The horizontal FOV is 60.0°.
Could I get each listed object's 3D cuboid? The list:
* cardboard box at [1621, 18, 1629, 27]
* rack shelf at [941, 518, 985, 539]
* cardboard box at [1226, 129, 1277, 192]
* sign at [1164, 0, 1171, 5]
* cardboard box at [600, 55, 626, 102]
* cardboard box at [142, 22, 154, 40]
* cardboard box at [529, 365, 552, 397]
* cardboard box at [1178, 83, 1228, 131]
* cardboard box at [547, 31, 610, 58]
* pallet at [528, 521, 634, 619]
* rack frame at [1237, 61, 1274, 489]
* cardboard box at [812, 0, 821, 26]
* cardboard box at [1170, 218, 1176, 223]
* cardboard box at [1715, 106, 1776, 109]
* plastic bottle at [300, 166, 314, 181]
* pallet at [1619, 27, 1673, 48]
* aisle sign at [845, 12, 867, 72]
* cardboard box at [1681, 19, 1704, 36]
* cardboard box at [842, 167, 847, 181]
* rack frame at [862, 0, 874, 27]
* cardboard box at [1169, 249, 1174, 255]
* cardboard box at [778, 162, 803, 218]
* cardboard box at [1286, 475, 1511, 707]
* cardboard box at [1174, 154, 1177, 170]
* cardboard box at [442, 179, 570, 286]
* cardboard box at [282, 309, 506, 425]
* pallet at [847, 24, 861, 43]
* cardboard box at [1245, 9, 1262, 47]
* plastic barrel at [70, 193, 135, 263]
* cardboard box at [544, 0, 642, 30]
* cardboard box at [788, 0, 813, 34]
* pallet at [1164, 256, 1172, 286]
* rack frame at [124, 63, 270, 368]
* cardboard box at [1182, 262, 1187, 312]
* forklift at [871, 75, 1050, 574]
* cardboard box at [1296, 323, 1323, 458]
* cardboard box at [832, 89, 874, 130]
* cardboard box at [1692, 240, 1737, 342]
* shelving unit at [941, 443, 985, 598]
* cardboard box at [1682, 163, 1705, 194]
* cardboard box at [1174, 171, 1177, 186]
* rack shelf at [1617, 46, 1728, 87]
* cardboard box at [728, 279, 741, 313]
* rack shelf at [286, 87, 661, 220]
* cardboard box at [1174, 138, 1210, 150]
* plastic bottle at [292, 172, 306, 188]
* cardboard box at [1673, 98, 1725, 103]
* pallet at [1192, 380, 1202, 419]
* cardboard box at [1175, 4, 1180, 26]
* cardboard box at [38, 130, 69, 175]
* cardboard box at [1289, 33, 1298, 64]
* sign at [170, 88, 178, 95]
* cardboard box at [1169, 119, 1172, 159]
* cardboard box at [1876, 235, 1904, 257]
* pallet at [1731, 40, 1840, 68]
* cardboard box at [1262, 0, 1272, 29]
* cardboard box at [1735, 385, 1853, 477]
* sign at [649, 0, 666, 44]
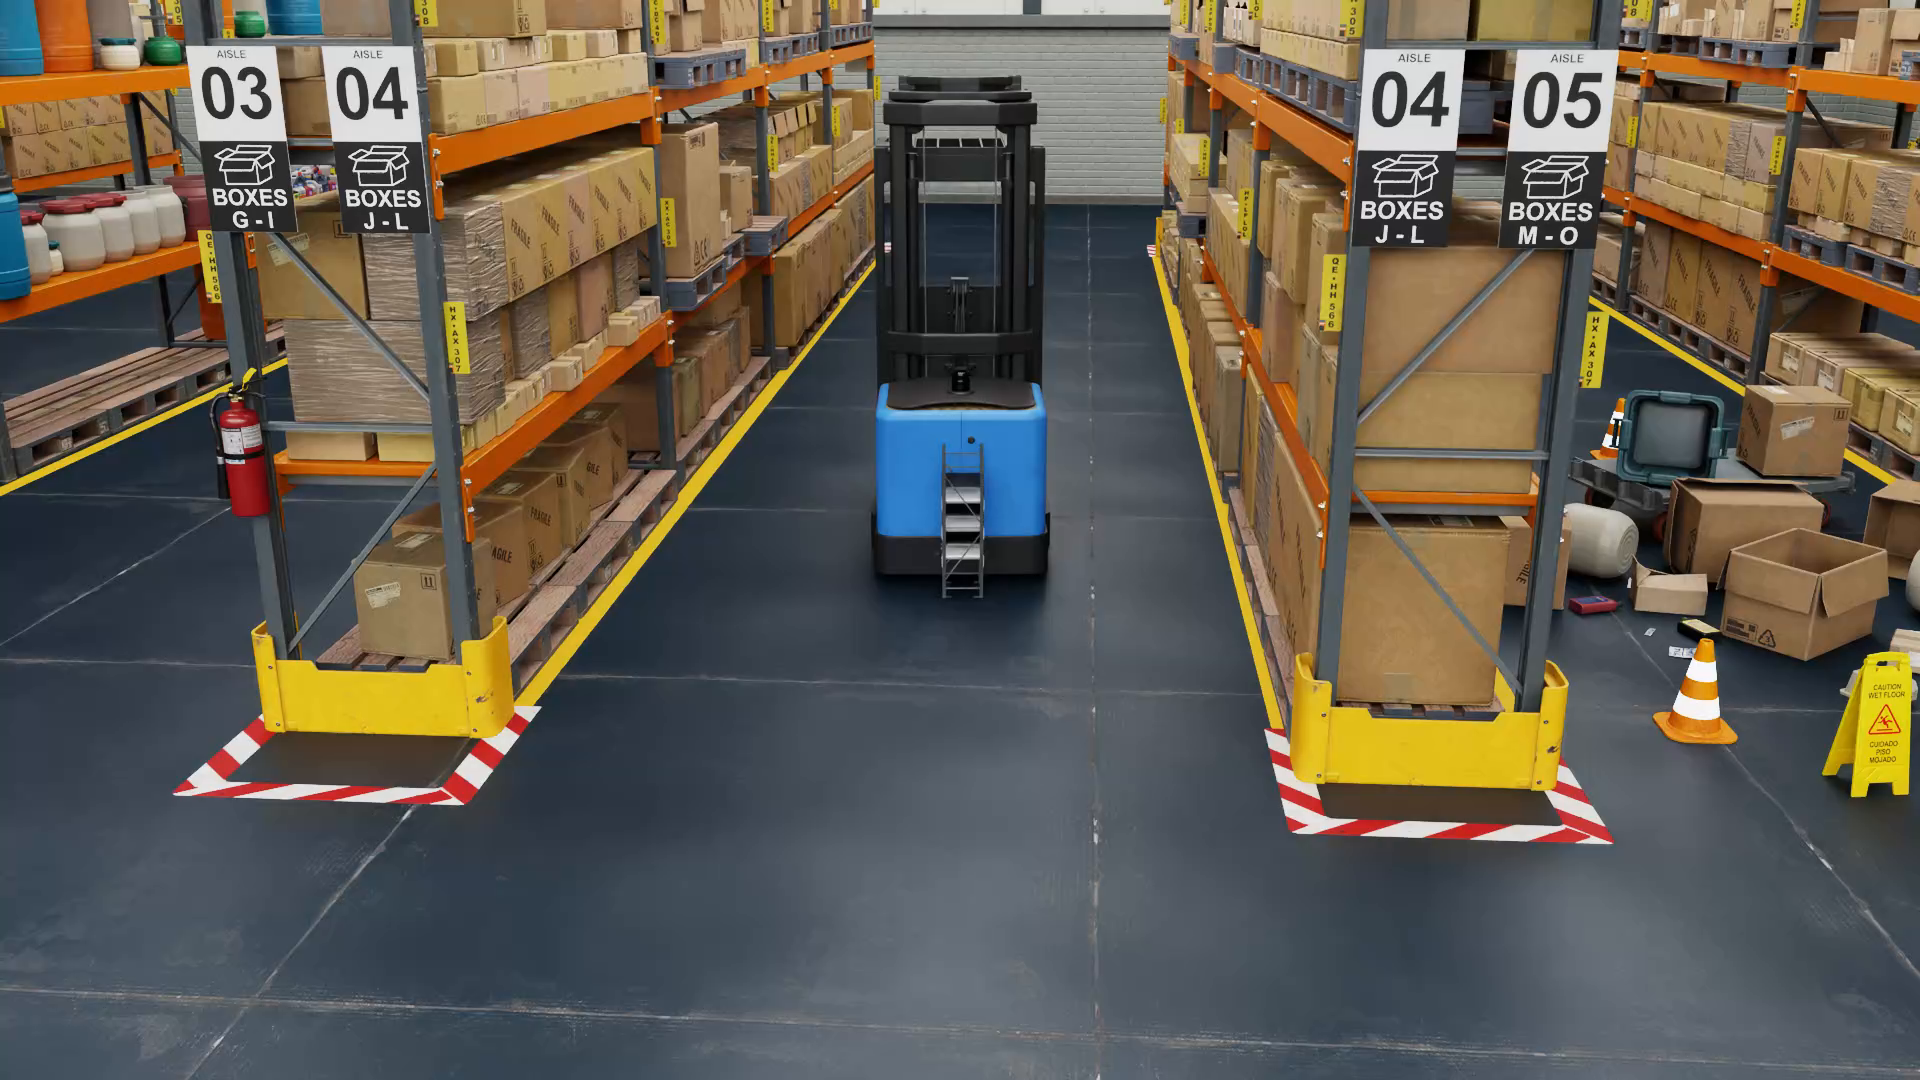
[{"bbox_3d":[7.677,-5.858,18.736,0.380,0.149,0.250,2,18,5],"label":"cardboard box"},{"bbox_3d":[0.016,-0.079,9.796,0.258,0.077,0.200,0,25,-1],"label":"rack shelf"},{"bbox_3d":[2.658,-3.238,14.221,0.700,0.500,0.500,1,18,4],"label":"cardboard box"},{"bbox_3d":[2.733,-7.192,21.834,0.100,0.325,0.005,1,18,4],"label":"sign"},{"bbox_3d":[-2.346,-2.799,10.072,0.500,0.250,0.500,2,18,5],"label":"cardboard box"},{"bbox_3d":[-11.320,-6.892,22.564,0.500,0.250,0.500,1,18,4],"label":"cardboard box"},{"bbox_3d":[-2.472,-0.864,9.147,0.380,0.149,0.250,1,18,4],"label":"cardboard box"},{"bbox_3d":[2.751,-4.913,18.855,0.500,0.500,0.500,1,18,2],"label":"cardboard box"},{"bbox_3d":[-2.297,-2.943,9.872,0.380,0.149,0.250,1,18,2],"label":"cardboard box"},{"bbox_3d":[-2.624,0.160,10.095,1.003,0.211,1.213,1,18,4],"label":"pallet"},{"bbox_3d":[2.414,-1.612,11.026,1.000,3.000,0.127,1,18,4],"label":"rack frame"},{"bbox_3d":[-1.956,-6.203,19.225,0.700,0.500,0.500,0,18,1],"label":"cardboard box"},{"bbox_3d":[2.917,-4.069,21.472,0.380,0.149,0.250,0,18,1],"label":"cardboard box"},{"bbox_3d":[8.121,-4.235,17.265,0.500,0.500,0.500,2,18,5],"label":"cardboard box"},{"bbox_3d":[-7.332,-4.042,18.640,0.152,0.276,0.135,1,18,4],"label":"plastic bottle"},{"bbox_3d":[8.001,-5.655,18.689,1.003,0.211,1.213,1,18,4],"label":"pallet"},{"bbox_3d":[-1.362,-6.732,22.477,0.394,0.787,0.004,1,18,4],"label":"aisle sign"},{"bbox_3d":[7.492,-5.147,16.696,0.380,0.166,0.250,0,18,0],"label":"cardboard box"},{"bbox_3d":[-1.563,-4.367,19.838,0.380,0.149,0.250,2,18,6],"label":"cardboard box"},{"bbox_3d":[-1.666,-8.332,21.900,1.000,3.000,0.127,1,18,4],"label":"rack frame"},{"bbox_3d":[2.820,-3.548,20.837,0.380,0.149,0.250,1,18,4],"label":"cardboard box"},{"bbox_3d":[-1.865,-3.508,16.652,0.500,0.500,0.500,1,18,3],"label":"cardboard box"},{"bbox_3d":[2.110,0.228,8.147,0.875,0.875,0.875,1,18,4],"label":"cardboard box"},{"bbox_3d":[2.448,-3.965,17.457,0.380,0.149,0.250,1,18,2],"label":"cardboard box"},{"bbox_3d":[-2.424,-1.651,8.901,0.500,0.500,0.500,1,18,4],"label":"cardboard box"},{"bbox_3d":[-2.746,-0.871,8.126,0.875,0.500,0.500,1,18,4],"label":"cardboard box"},{"bbox_3d":[-1.793,-6.254,20.517,1.003,0.211,1.213,1,18,4],"label":"pallet"},{"bbox_3d":[2.283,-3.602,11.687,0.500,0.250,0.500,1,18,3],"label":"cardboard box"},{"bbox_3d":[-7.095,-2.584,13.773,0.433,0.535,0.433,0,18,0],"label":"plastic barrel"},{"bbox_3d":[-2.304,-3.461,10.409,0.500,0.500,0.500,1,18,2],"label":"cardboard box"},{"bbox_3d":[-1.984,-5.731,17.944,0.700,0.500,0.500,2,18,5],"label":"cardboard box"},{"bbox_3d":[3.085,-3.361,20.841,1.003,0.211,1.213,1,18,4],"label":"pallet"},{"bbox_3d":[-7.180,-3.107,15.588,1.000,3.000,0.127,1,18,4],"label":"rack frame"},{"bbox_3d":[2.634,-2.721,17.749,0.500,0.500,0.500,2,18,6],"label":"cardboard box"},{"bbox_3d":[-0.006,-1.589,11.065,1.130,2.935,3.031,0,18,-1],"label":"forklift"},{"bbox_3d":[2.126,-0.729,8.089,0.875,0.550,0.550,1,18,4],"label":"cardboard box"},{"bbox_3d":[-1.439,-5.751,22.214,0.500,0.500,0.500,2,18,5],"label":"cardboard box"},{"bbox_3d":[7.846,-2.455,16.336,0.875,0.875,0.875,2,18,5],"label":"cardboard box"},{"bbox_3d":[0.016,-0.110,9.782,0.258,0.900,0.210,0,25,-1],"label":"shelving unit"},{"bbox_3d":[7.513,-3.578,16.463,0.500,0.250,0.500,1,18,2],"label":"cardboard box"},{"bbox_3d":[2.427,-3.744,17.261,0.380,0.149,0.250,0,18,1],"label":"cardboard box"},{"bbox_3d":[8.075,-5.722,19.908,1.077,0.370,4.000,1,18,4],"label":"rack shelf"},{"bbox_3d":[-2.258,-2.165,14.818,0.500,0.250,0.500,2,18,6],"label":"cardboard box"},{"bbox_3d":[-2.670,-2.217,9.209,1.077,0.370,4.000,1,18,4],"label":"rack shelf"},{"bbox_3d":[2.465,-4.181,17.640,0.380,0.149,0.250,1,18,4],"label":"cardboard box"},{"bbox_3d":[-6.873,-3.653,17.333,0.144,0.351,0.185,1,18,4],"label":"plastic bottle"},{"bbox_3d":[8.208,-4.683,18.631,0.500,0.500,0.500,1,18,4],"label":"cardboard box"},{"bbox_3d":[2.569,-1.286,14.509,1.003,0.211,1.213,1,18,4],"label":"pallet"},{"bbox_3d":[2.864,-6.324,20.028,0.500,0.250,0.500,1,18,2],"label":"cardboard box"},{"bbox_3d":[-11.491,-4.820,20.655,0.500,0.500,0.500,2,18,5],"label":"cardboard box"},{"bbox_3d":[1.940,-2.587,8.753,0.380,0.149,0.250,2,18,5],"label":"cardboard box"},{"bbox_3d":[-10.994,-6.385,23.226,0.100,0.325,0.005,1,18,4],"label":"sign"},{"bbox_3d":[2.906,-5.076,20.959,0.500,0.500,0.500,2,18,5],"label":"cardboard box"},{"bbox_3d":[7.272,-2.258,12.726,0.380,0.149,0.250,2,18,6],"label":"cardboard box"},{"bbox_3d":[7.638,-4.312,14.752,1.213,0.211,1.003,2,18,6],"label":"pallet"},{"bbox_3d":[2.099,-3.209,10.011,0.500,0.250,0.500,1,18,4],"label":"cardboard box"},{"bbox_3d":[5.581,-0.736,11.149,0.500,0.500,0.500,1,18,4],"label":"cardboard box"},{"bbox_3d":[-1.984,-3.416,10.882,0.100,0.325,0.005,1,18,4],"label":"sign"}]
